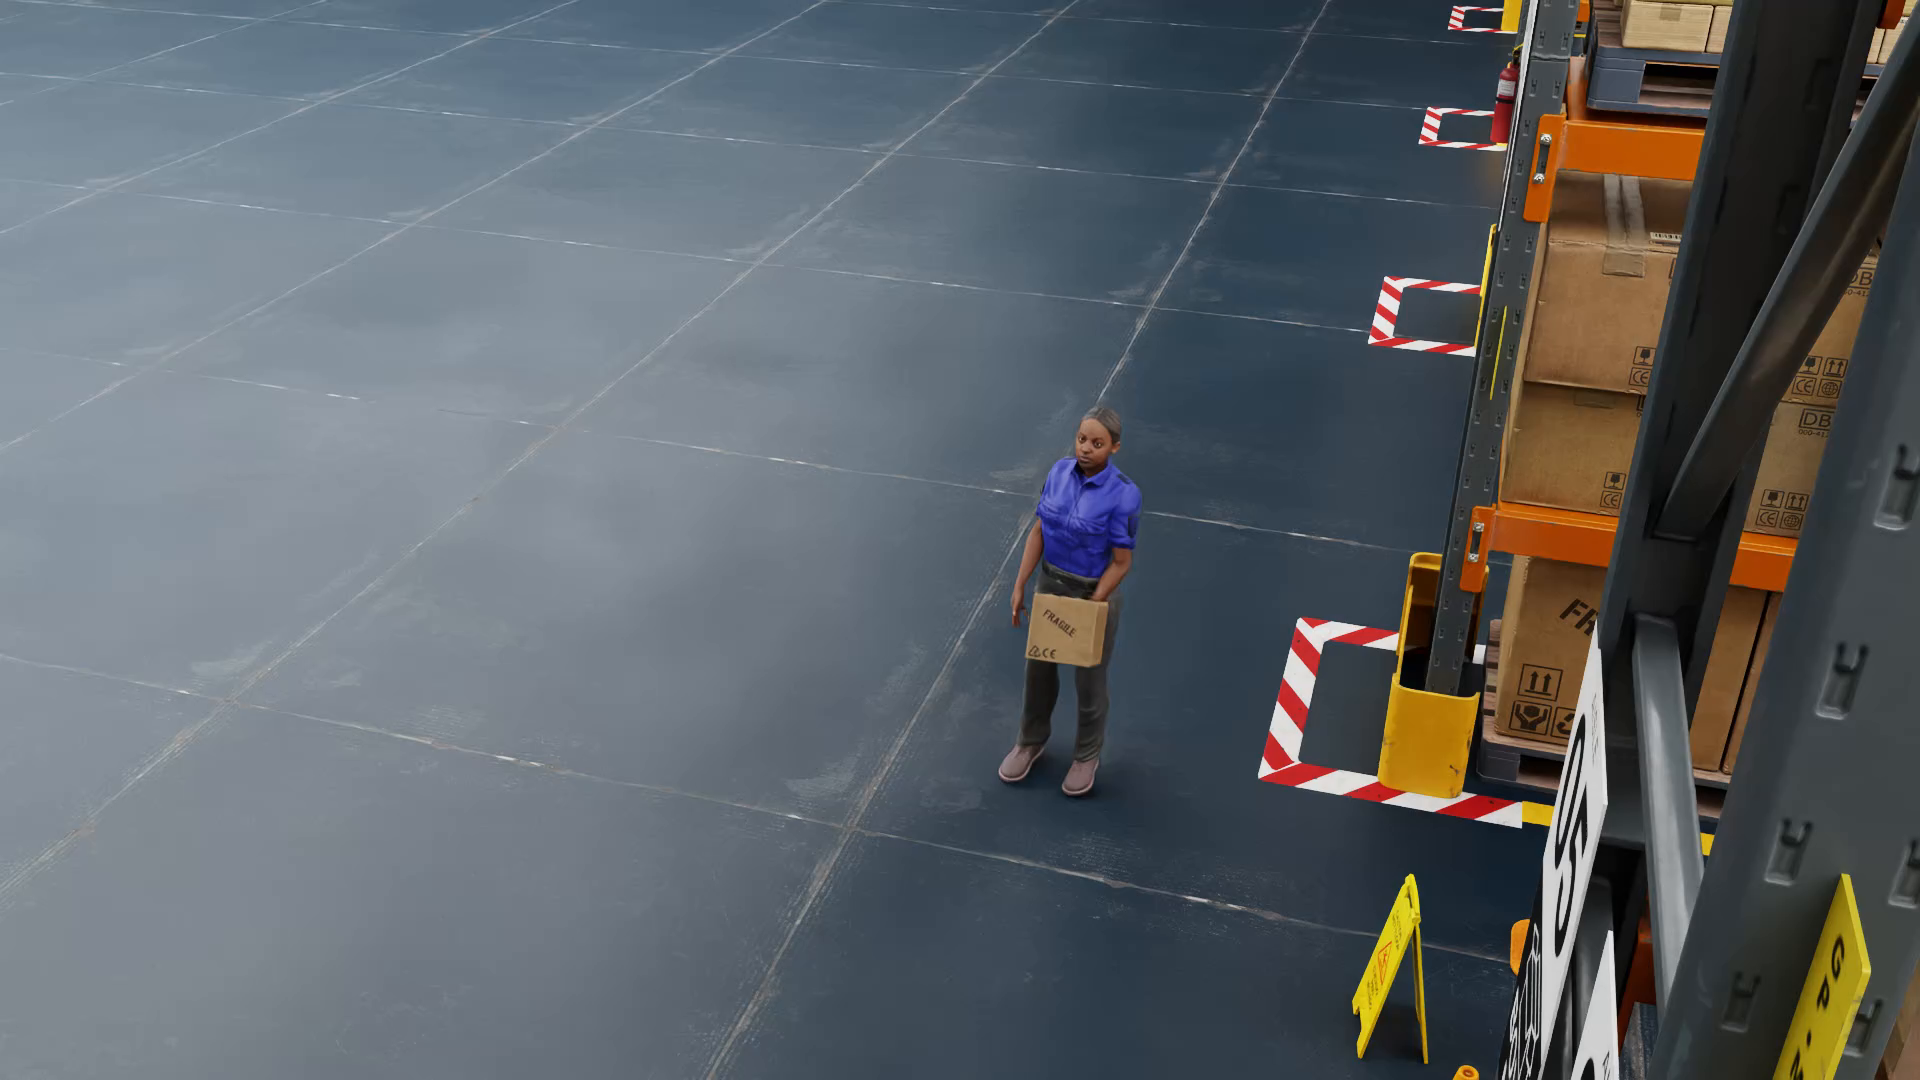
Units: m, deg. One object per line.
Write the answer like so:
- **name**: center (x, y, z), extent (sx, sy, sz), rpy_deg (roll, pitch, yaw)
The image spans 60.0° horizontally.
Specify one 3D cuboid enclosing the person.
- **person**: center (0.448, 0.265, 6.657), extent (0.475, 1.657, 0.475), rpy_deg (21, 35, 32)
